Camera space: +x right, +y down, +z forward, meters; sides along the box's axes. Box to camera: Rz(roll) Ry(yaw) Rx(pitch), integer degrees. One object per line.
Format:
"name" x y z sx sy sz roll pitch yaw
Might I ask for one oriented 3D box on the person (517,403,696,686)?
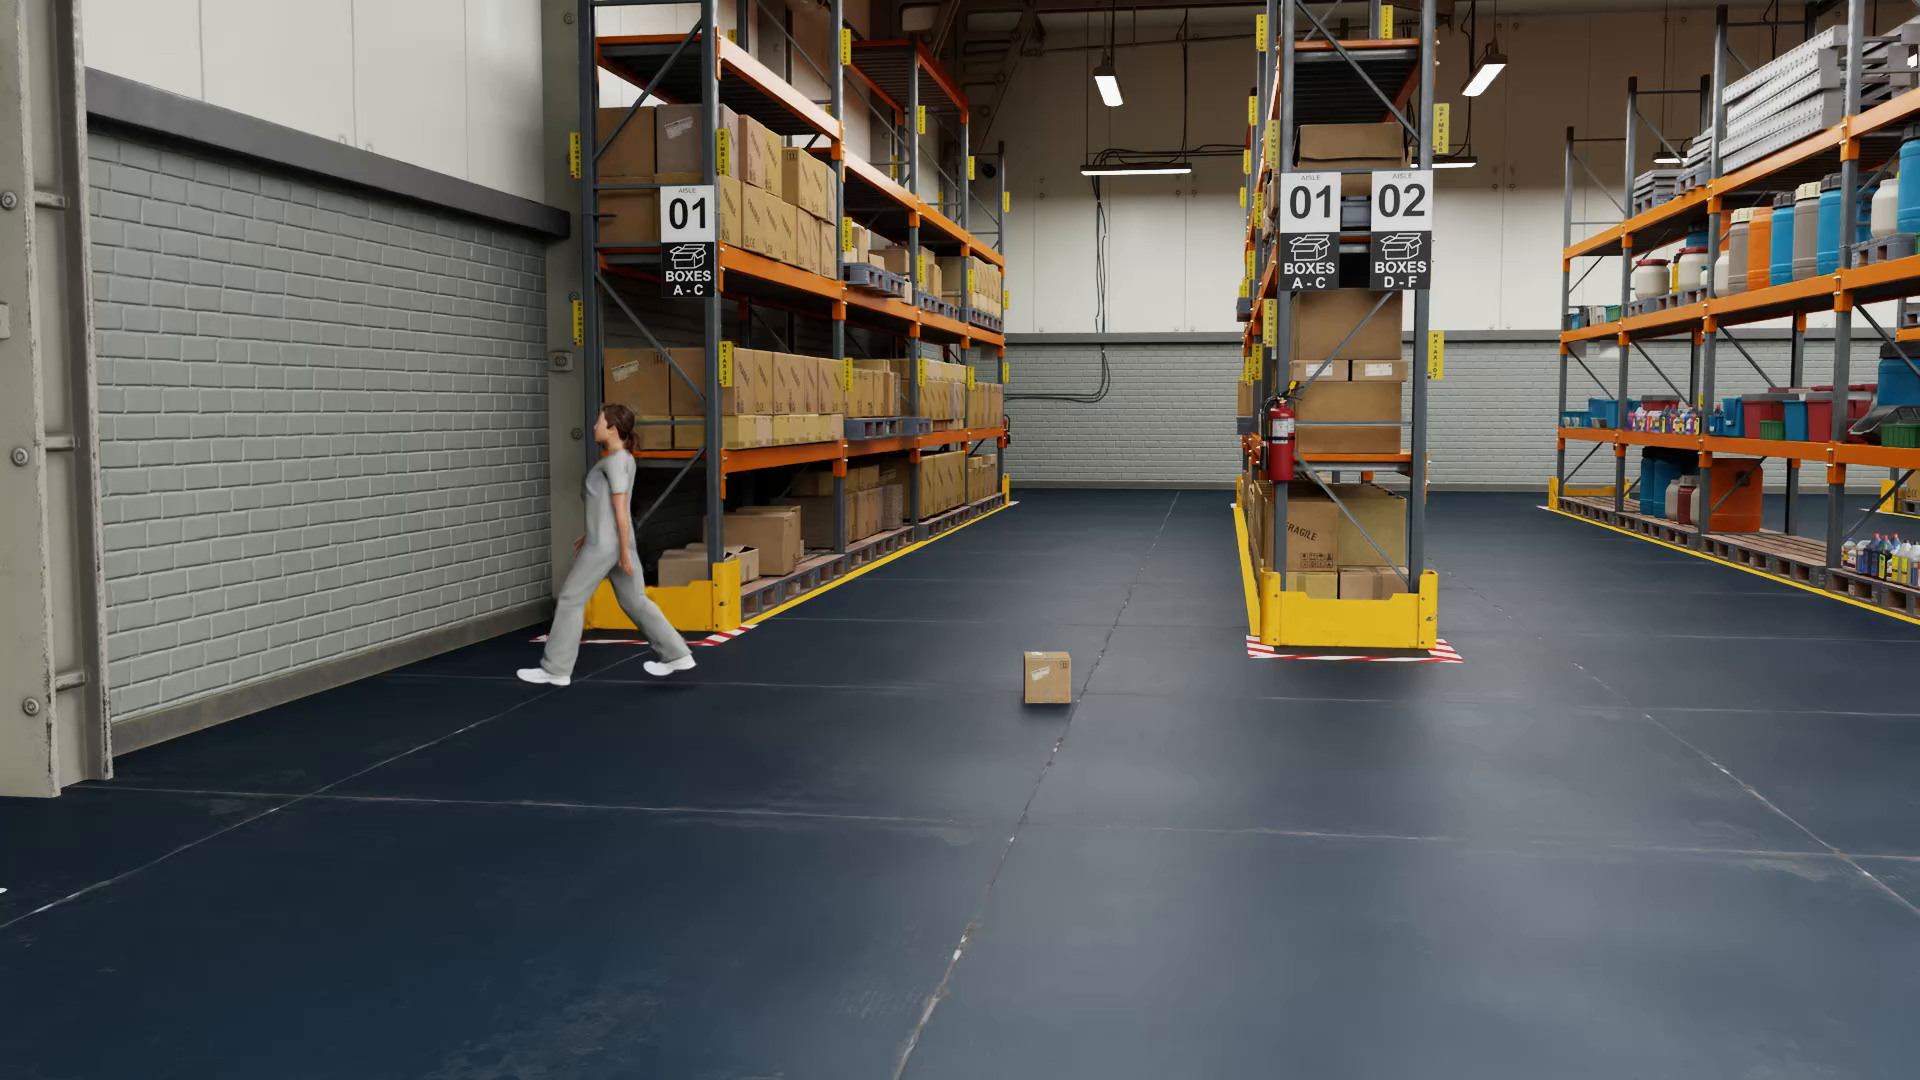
"person" -2.047 0.022 9.610 1.005 1.621 0.440 0 5 1
